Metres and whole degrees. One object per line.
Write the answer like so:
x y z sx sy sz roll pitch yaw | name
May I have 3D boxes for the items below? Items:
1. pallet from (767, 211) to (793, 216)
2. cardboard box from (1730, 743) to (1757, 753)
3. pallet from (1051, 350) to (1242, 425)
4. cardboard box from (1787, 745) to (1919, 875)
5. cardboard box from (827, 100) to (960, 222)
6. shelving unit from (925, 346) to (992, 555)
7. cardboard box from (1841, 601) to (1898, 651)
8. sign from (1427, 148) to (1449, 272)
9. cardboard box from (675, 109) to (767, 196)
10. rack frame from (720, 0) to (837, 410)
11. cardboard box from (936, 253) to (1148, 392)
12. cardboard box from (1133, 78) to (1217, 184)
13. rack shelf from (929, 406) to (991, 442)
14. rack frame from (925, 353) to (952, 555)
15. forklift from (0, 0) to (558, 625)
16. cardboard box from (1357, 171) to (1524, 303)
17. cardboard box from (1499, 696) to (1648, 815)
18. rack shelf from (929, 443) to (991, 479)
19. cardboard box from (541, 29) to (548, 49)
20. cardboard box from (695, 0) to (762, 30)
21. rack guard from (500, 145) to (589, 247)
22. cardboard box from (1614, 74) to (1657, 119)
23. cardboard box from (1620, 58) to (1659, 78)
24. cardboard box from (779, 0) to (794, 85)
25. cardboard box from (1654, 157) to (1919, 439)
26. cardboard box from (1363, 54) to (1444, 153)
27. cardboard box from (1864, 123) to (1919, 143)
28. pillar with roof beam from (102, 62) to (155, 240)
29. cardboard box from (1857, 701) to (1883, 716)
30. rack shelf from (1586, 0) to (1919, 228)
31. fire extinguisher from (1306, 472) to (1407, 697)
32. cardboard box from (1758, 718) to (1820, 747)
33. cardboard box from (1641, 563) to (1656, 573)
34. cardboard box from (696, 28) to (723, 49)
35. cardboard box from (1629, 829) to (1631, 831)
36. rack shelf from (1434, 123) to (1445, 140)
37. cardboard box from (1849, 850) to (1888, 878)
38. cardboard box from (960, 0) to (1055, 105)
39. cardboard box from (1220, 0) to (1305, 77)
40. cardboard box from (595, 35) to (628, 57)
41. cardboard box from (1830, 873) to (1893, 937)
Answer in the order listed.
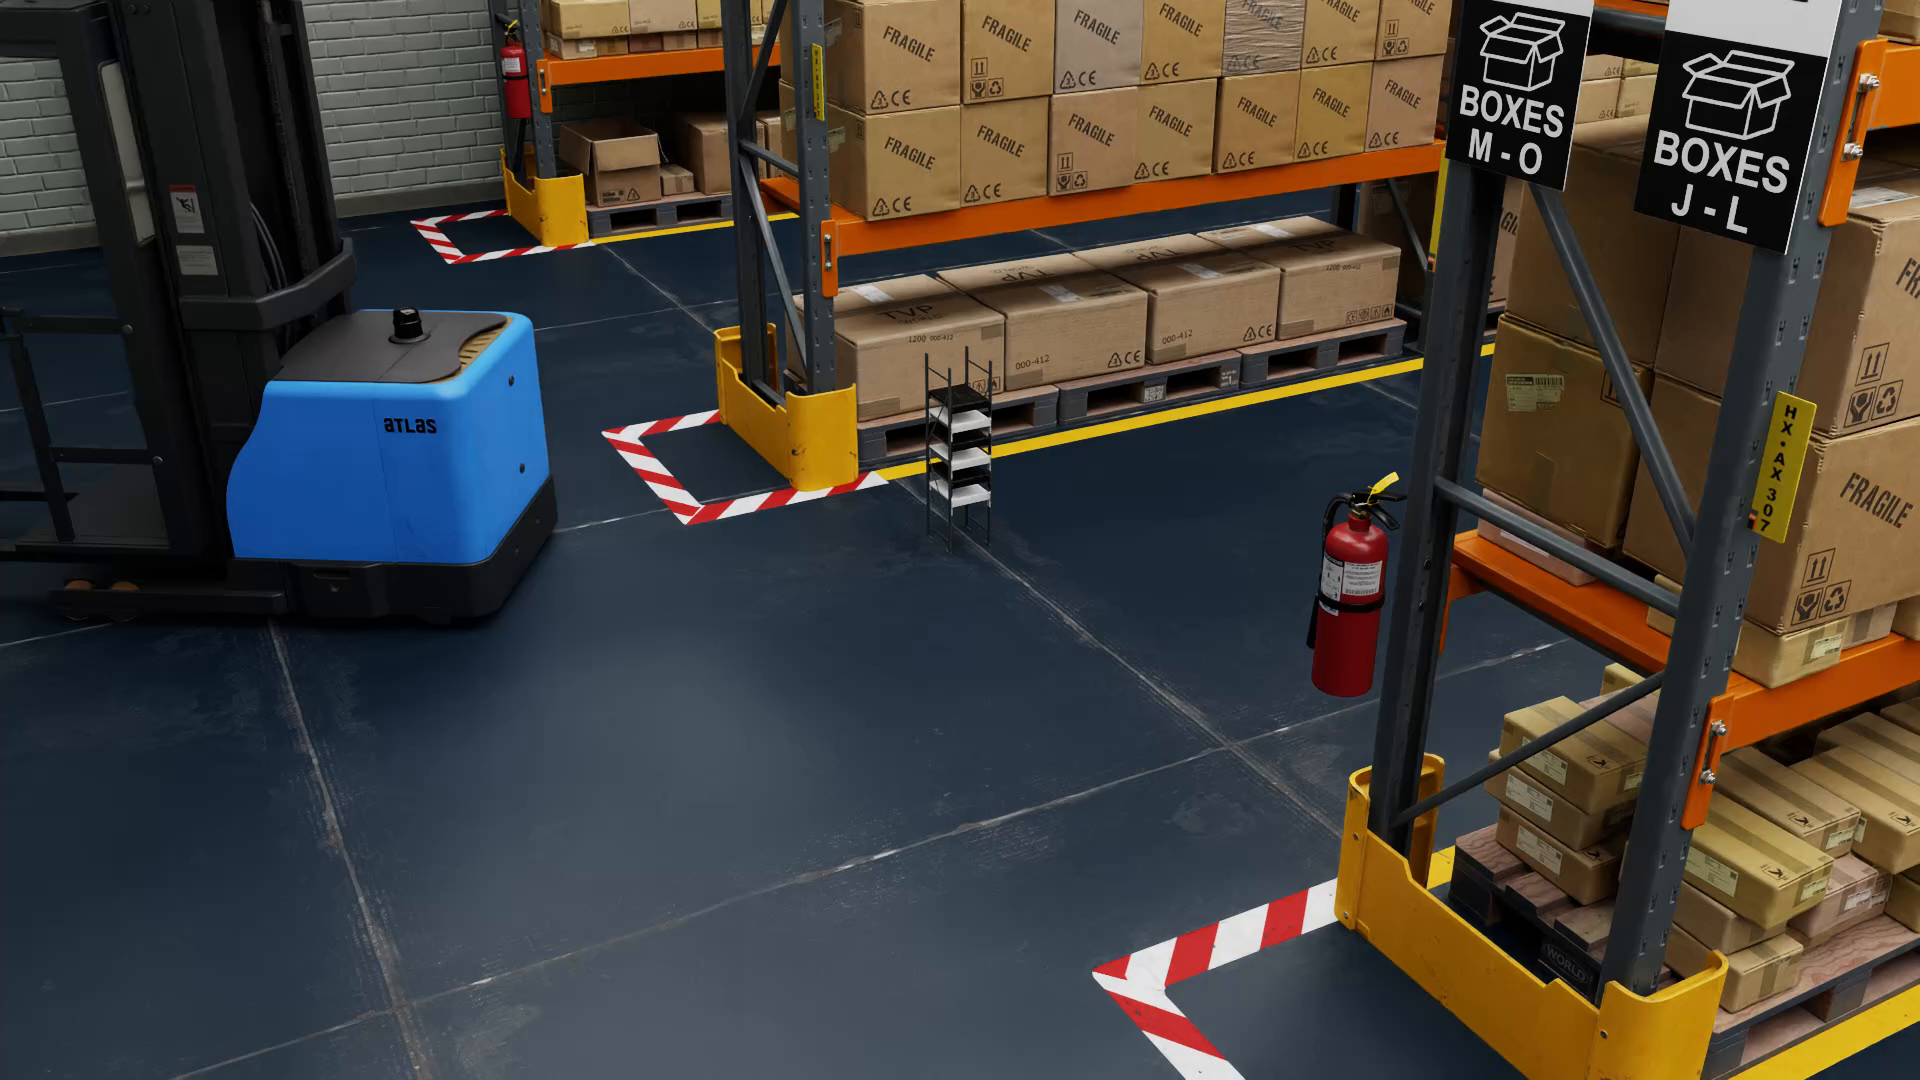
-1.388 -2.906 13.560 1.213 0.211 1.003 -13 29 -25 | pallet
2.313 0.665 5.364 0.250 0.149 0.380 -14 29 -27 | cardboard box
0.850 -1.026 9.643 1.213 0.211 1.003 -13 29 -25 | pallet
2.616 0.772 4.797 0.250 0.149 0.380 -13 29 -25 | cardboard box
-0.336 -1.877 8.078 0.500 0.500 0.500 -13 29 -25 | cardboard box
-0.007 -0.404 7.552 0.210 0.900 0.258 -13 29 -25 | shelving unit
2.169 0.131 4.302 0.250 0.149 0.380 -12 28 -23 | cardboard box
1.281 -0.854 4.361 0.005 0.325 0.100 -13 29 -25 | sign
-1.876 -3.049 13.037 0.500 0.500 0.700 -12 28 -23 | cardboard box
-0.894 -1.844 8.124 0.127 3.000 1.000 -13 29 -25 | rack frame
0.445 -1.240 9.342 0.875 0.438 0.875 -12 28 -24 | cardboard box
0.989 -2.196 8.742 0.500 0.500 0.500 -12 28 -23 | cardboard box
-0.007 -0.536 7.488 0.200 0.077 0.258 -13 29 -25 | rack shelf
-0.097 -0.383 7.509 0.006 0.900 0.240 -13 29 -25 | rack frame
-3.417 -1.202 6.867 3.031 2.935 1.130 2 26 3 | forklift
3.145 -2.047 10.517 0.875 0.875 0.875 -12 28 -24 | cardboard box
1.872 0.649 5.053 0.250 0.149 0.380 -13 28 -25 | cardboard box
-0.007 -0.374 7.566 0.200 0.077 0.258 -13 29 -25 | rack shelf
-3.067 -3.795 12.480 0.250 0.149 0.380 -13 29 -26 | cardboard box
-1.816 -4.002 12.449 0.500 0.250 0.500 -14 29 -26 | cardboard box
-3.166 -2.627 12.644 0.348 0.500 1.175 -13 29 -25 | rack guard
4.063 -2.784 10.256 0.500 0.250 0.500 -13 29 -26 | cardboard box
4.061 -3.008 10.144 0.500 0.250 0.500 -13 28 -24 | cardboard box
-0.581 -2.529 8.280 0.500 0.500 0.500 -12 28 -23 | cardboard box
2.045 -0.594 3.907 0.500 0.500 0.500 -13 29 -25 | cardboard box
2.346 -2.511 9.400 0.500 0.500 0.500 -13 28 -25 | cardboard box
2.258 -0.895 4.534 0.500 0.500 0.500 -14 29 -27 | cardboard box
-4.011 -4.594 6.922 0.400 9.000 9.100 -13 29 -25 | pillar with roof beam
2.999 0.509 5.688 0.250 0.149 0.380 -12 28 -23 | cardboard box
3.289 -1.409 4.585 4.000 0.370 1.077 -13 29 -25 | rack shelf
1.085 0.104 4.588 0.183 0.674 0.296 -13 29 -25 | fire extinguisher
2.548 0.490 5.385 0.250 0.149 0.380 -14 29 -27 | cardboard box
1.916 -0.071 4.723 0.250 0.149 0.380 -13 29 -25 | cardboard box
-1.912 -3.808 12.506 0.250 0.149 0.380 -13 28 -24 | cardboard box
2.070 0.844 5.335 0.250 0.149 0.380 -12 28 -24 | cardboard box
4.400 -2.741 10.825 4.000 0.370 1.077 -13 29 -25 | rack shelf
2.550 0.861 4.955 0.250 0.149 0.380 -13 28 -24 | cardboard box
0.116 -2.436 8.088 0.500 0.500 0.500 -14 29 -26 | cardboard box
1.453 -2.745 8.731 0.500 0.500 0.500 -13 28 -24 | cardboard box
-2.611 -3.657 12.191 0.250 0.149 0.380 -12 28 -24 | cardboard box
2.546 1.000 5.011 0.250 0.149 0.380 -13 28 -25 | cardboard box
